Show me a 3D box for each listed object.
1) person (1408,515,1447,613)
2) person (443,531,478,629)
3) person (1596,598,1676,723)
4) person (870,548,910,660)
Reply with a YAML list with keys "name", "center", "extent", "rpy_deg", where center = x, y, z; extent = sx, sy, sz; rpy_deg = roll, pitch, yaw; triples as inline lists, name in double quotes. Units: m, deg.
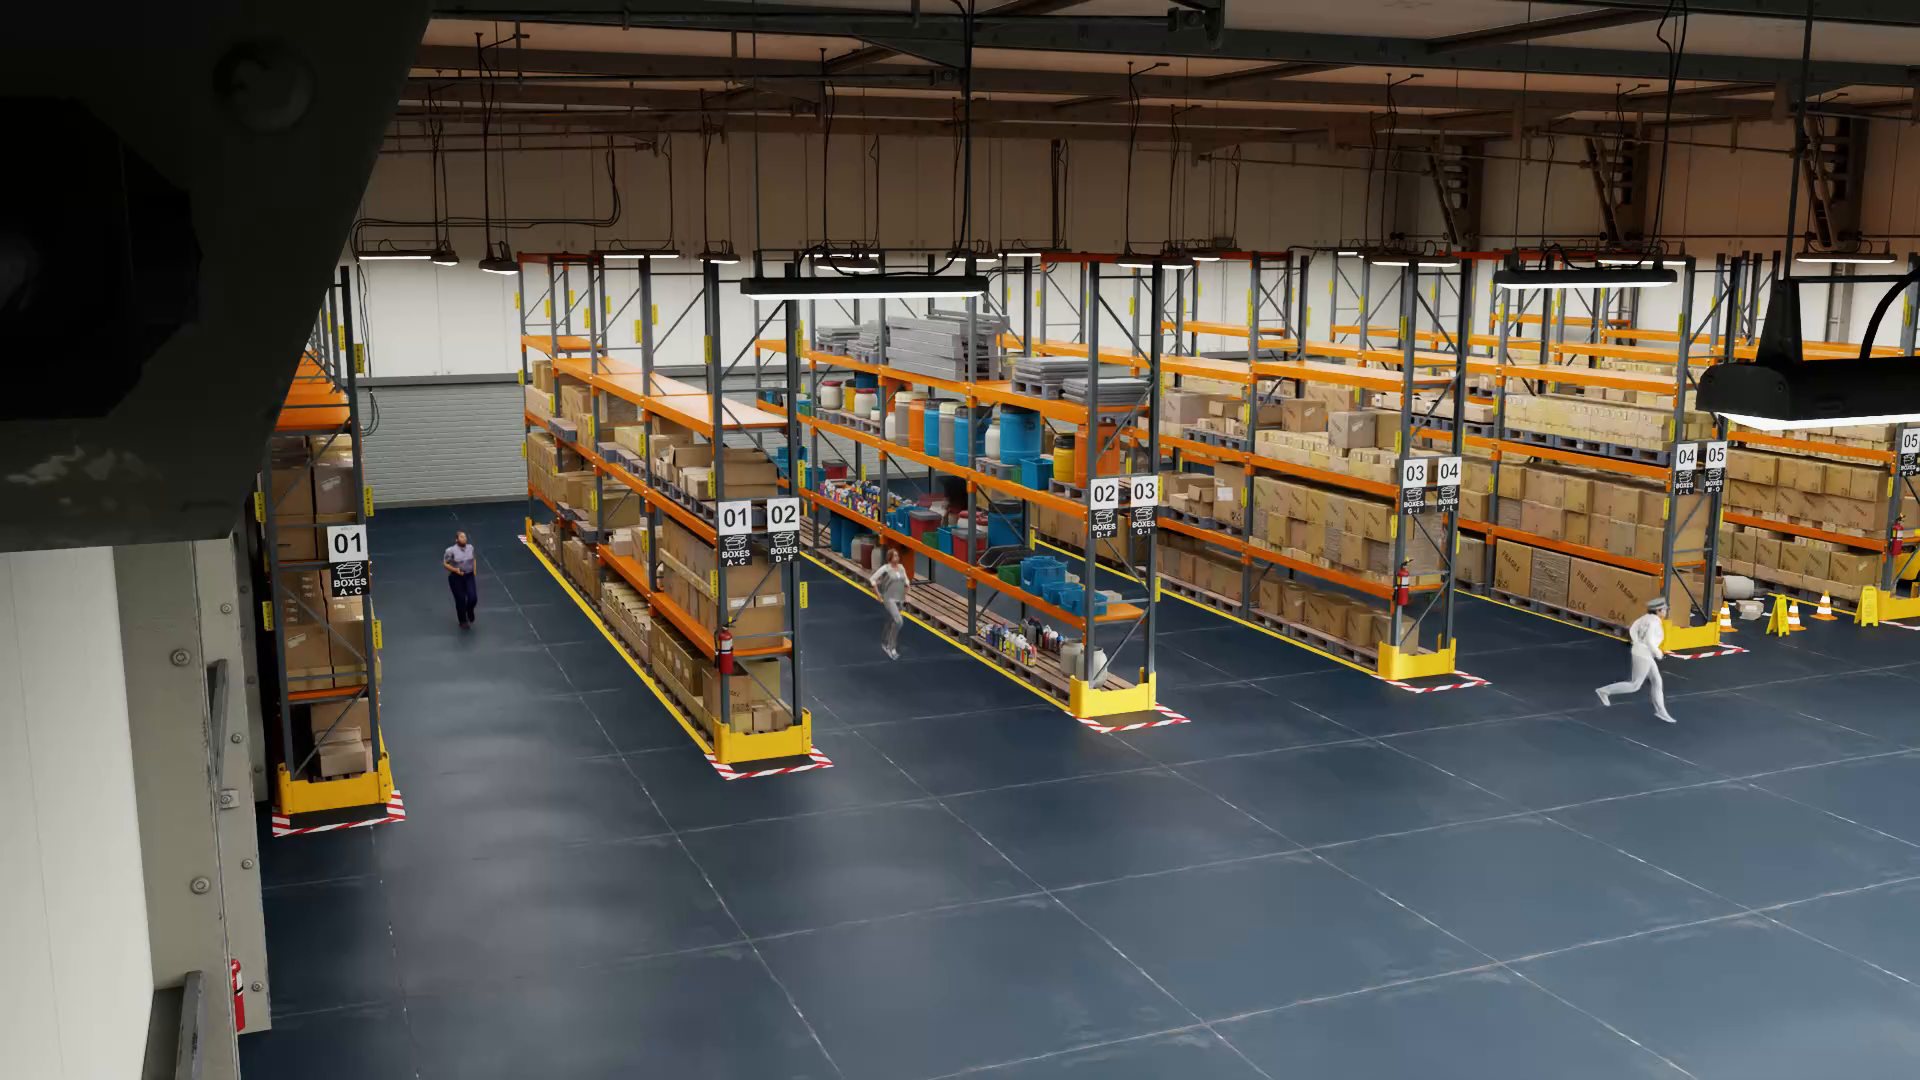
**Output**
- name: "person"
  center: [7.951, 0.326, 28.400]
  extent: [0.646, 1.763, 0.954]
  rpy_deg: [-8, 13, -37]
- name: "person"
  center: [-8.084, 0.657, 27.045]
  extent: [0.590, 1.603, 0.562]
  rpy_deg: [-7, 13, -35]
- name: "person"
  center: [8.944, 1.576, 21.910]
  extent: [1.024, 1.682, 0.618]
  rpy_deg: [2, 11, 13]
- name: "person"
  center: [-0.963, 0.926, 24.152]
  extent: [0.505, 1.617, 0.681]
  rpy_deg: [-9, 14, -42]
